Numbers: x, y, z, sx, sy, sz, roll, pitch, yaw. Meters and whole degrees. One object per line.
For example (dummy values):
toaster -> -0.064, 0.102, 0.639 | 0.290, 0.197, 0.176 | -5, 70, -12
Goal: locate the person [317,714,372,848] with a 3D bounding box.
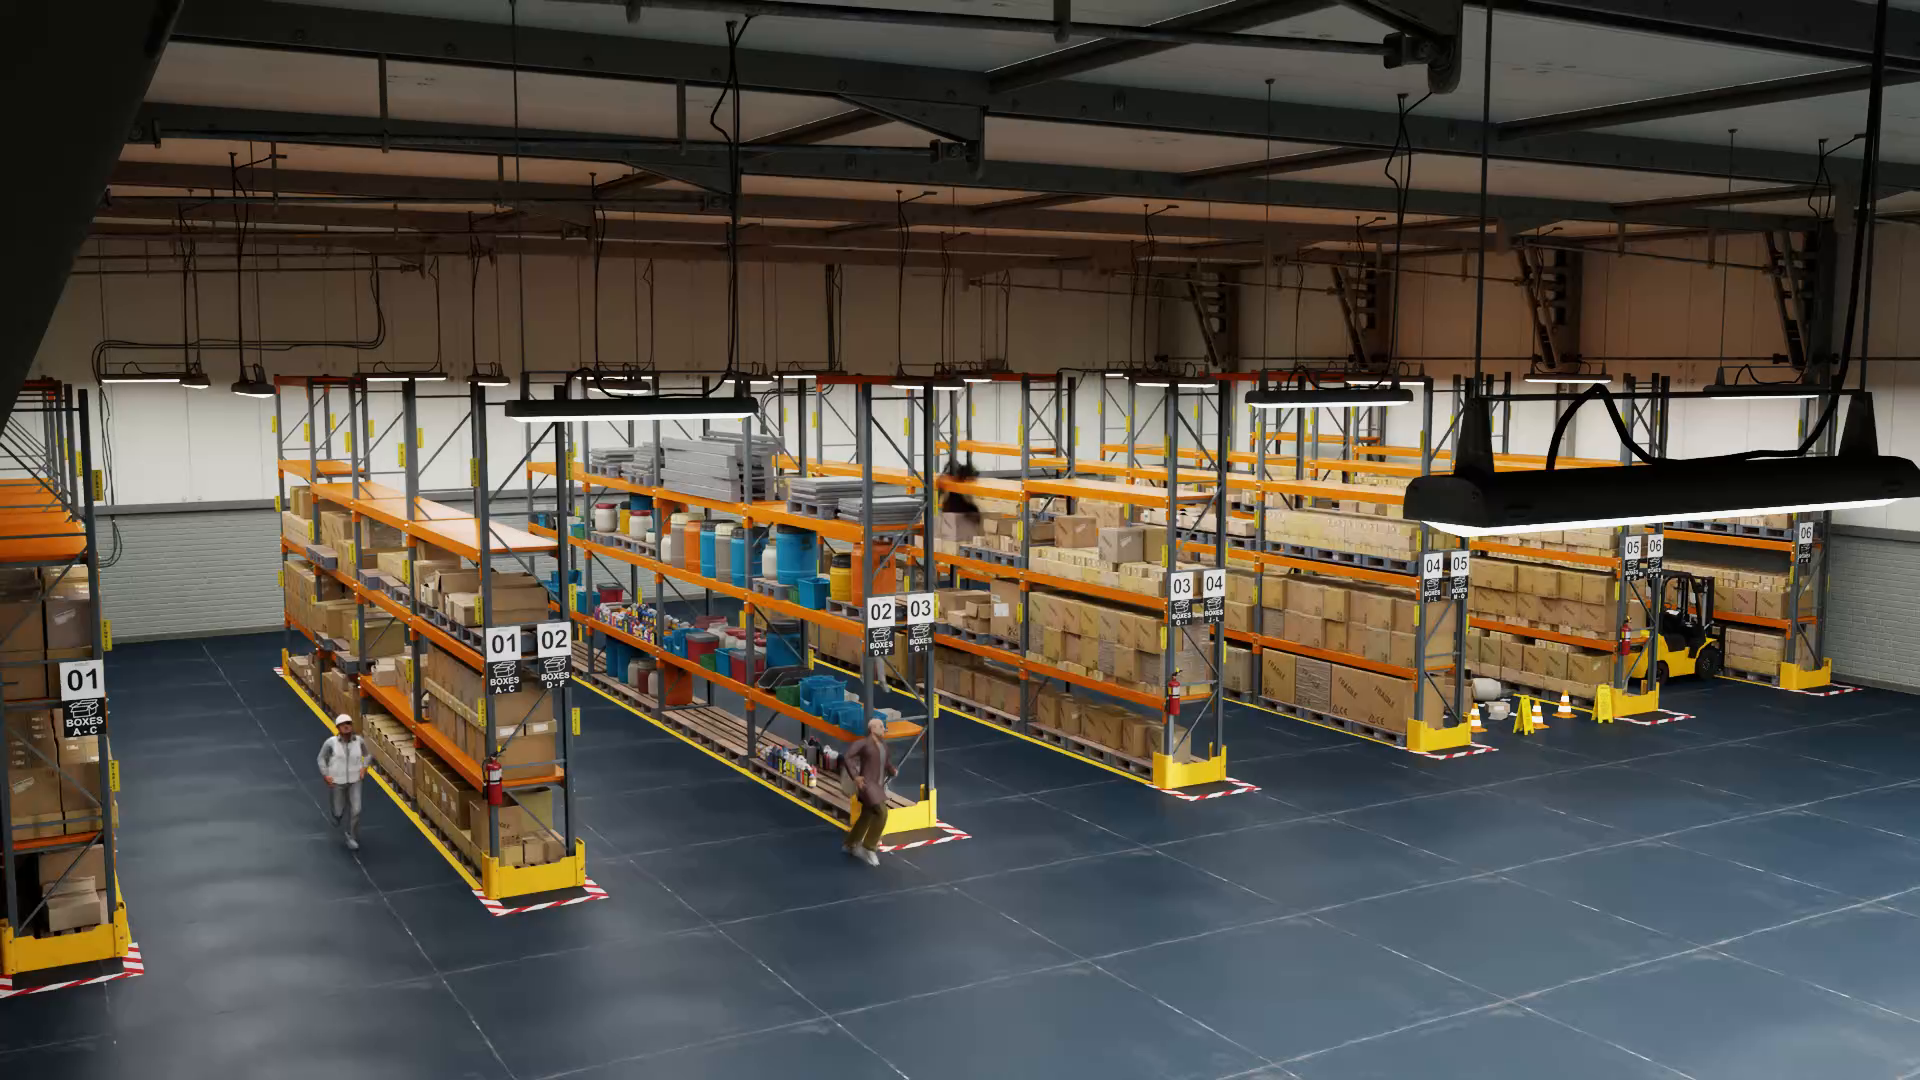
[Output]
person -> -8.005, 3.118, 21.689 | 0.678, 1.729, 0.643 | -3, 7, -26

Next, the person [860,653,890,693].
person -> -1.567, 1.835, 30.441 | 0.642, 1.870, 0.732 | -4, 8, -35

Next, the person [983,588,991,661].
person -> 0.568, 1.716, 33.168 | 0.531, 1.506, 0.486 | -5, 8, -37

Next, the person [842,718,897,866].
person -> -1.113, 3.171, 21.102 | 0.734, 1.809, 0.693 | 3, 7, 24
